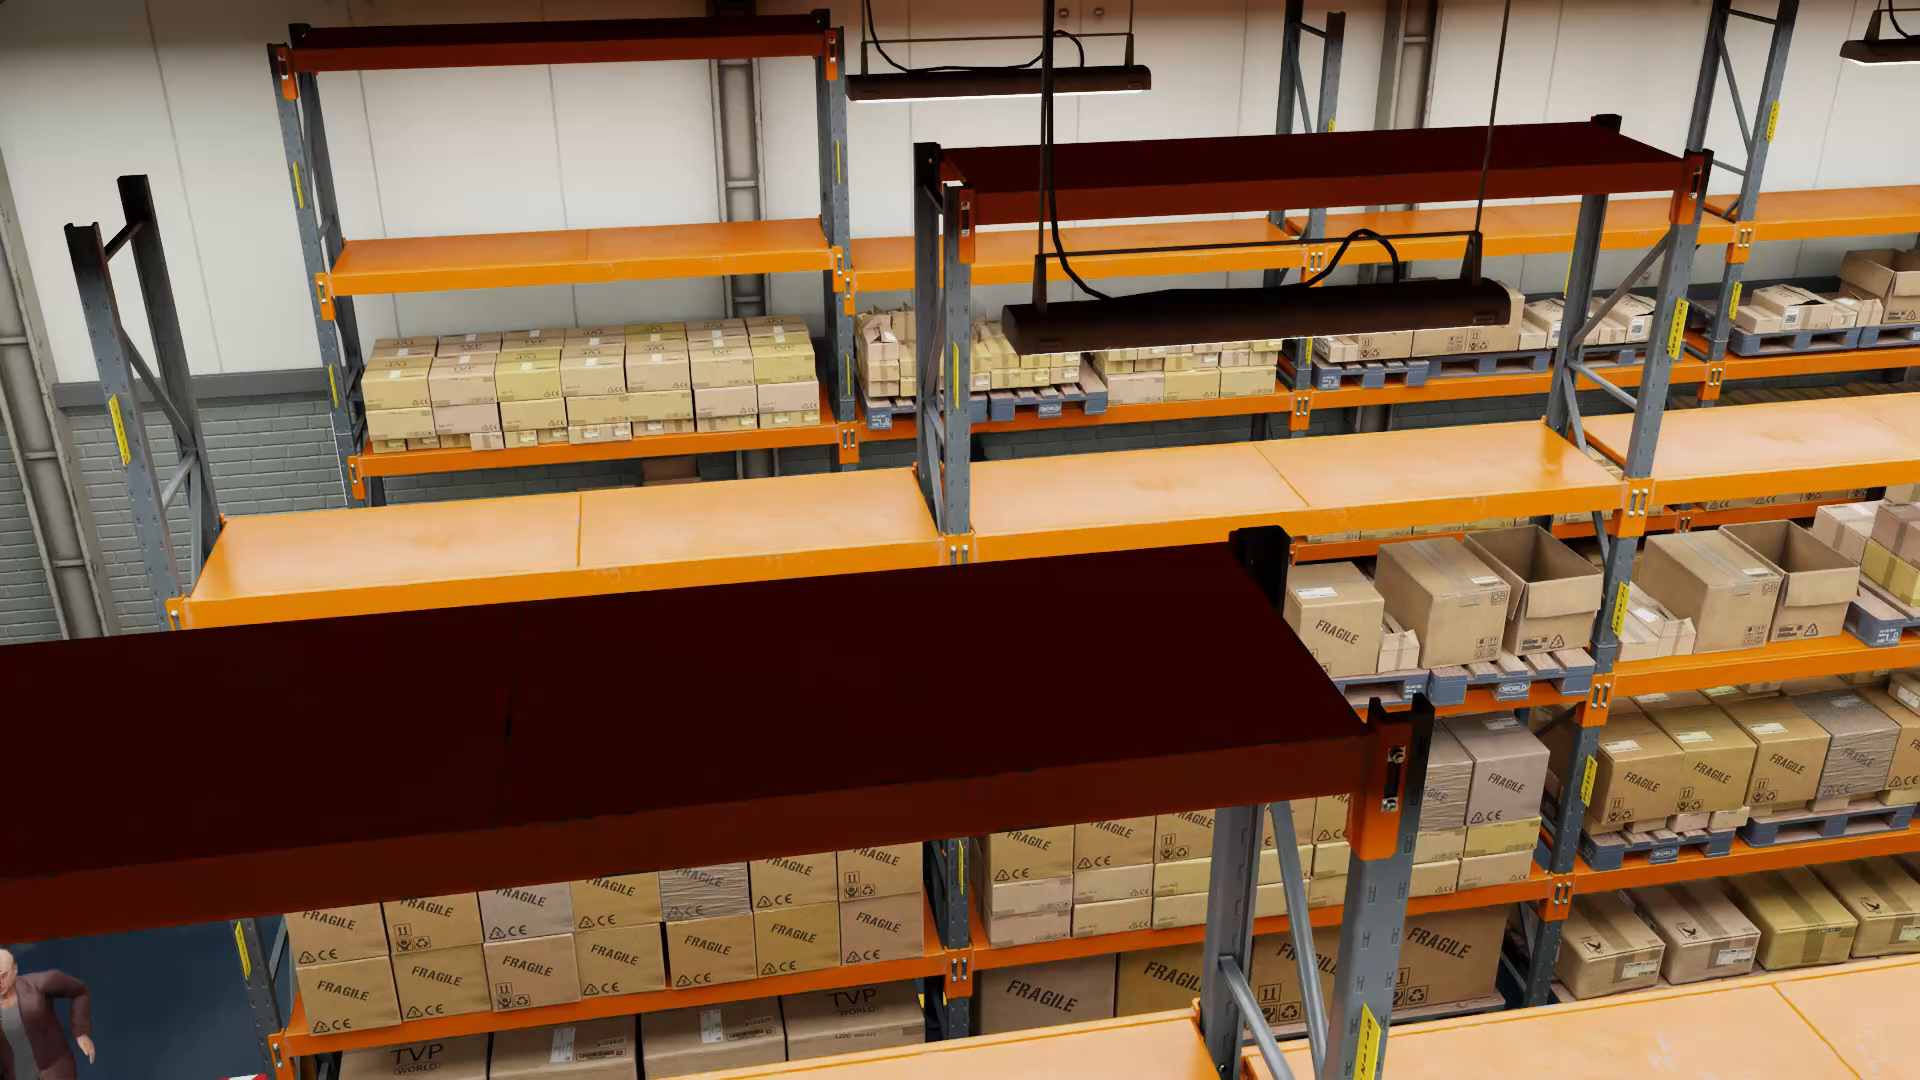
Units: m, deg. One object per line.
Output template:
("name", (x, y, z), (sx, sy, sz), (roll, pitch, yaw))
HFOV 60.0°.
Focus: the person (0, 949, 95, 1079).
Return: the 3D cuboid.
("person", (-5.472, 3.137, 9.817), (0.690, 1.732, 0.715), (-9, 27, -17))
